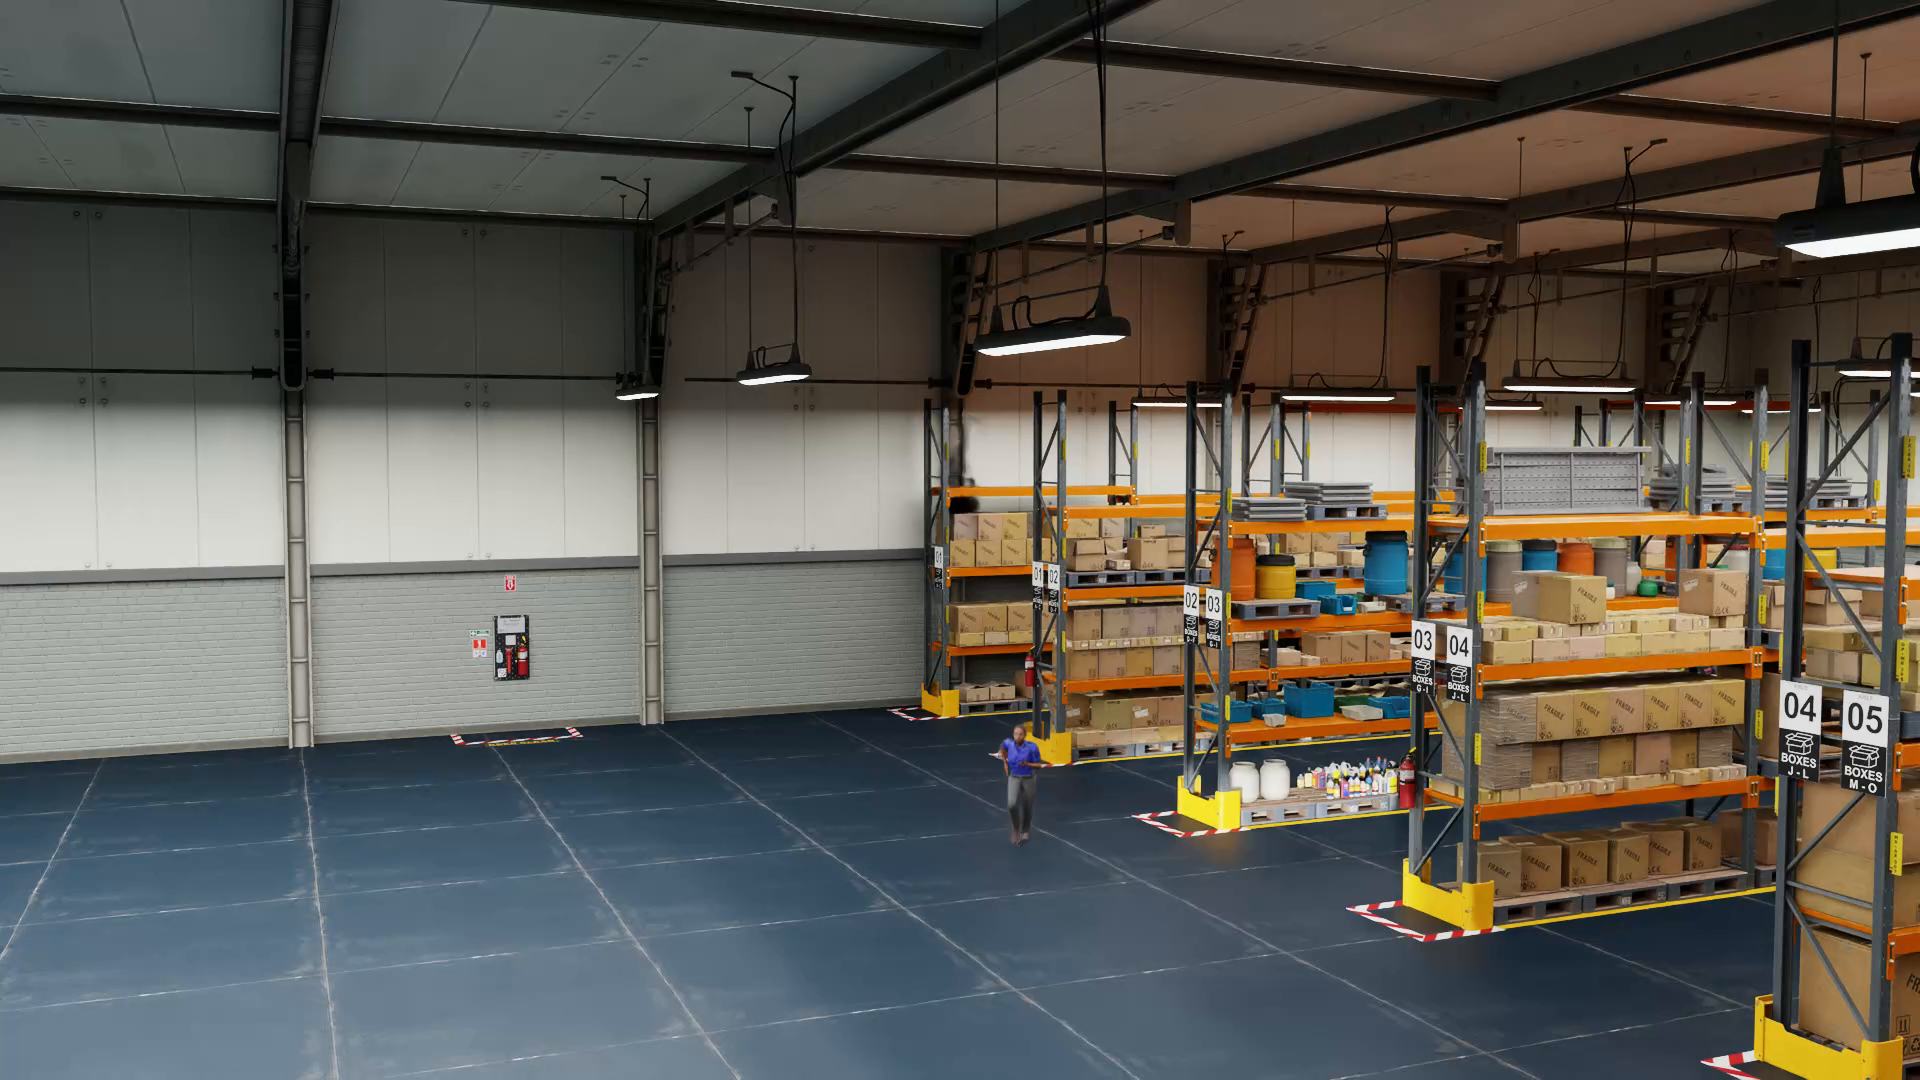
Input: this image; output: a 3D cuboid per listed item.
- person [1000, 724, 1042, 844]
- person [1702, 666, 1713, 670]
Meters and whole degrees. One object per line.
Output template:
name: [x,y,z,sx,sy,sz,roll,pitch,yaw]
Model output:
person: [0.773,3.103,21.200,0.564,1.575,0.853,0,3,8]
person: [13.052,2.600,28.565,0.991,1.763,0.695,-2,4,-29]
